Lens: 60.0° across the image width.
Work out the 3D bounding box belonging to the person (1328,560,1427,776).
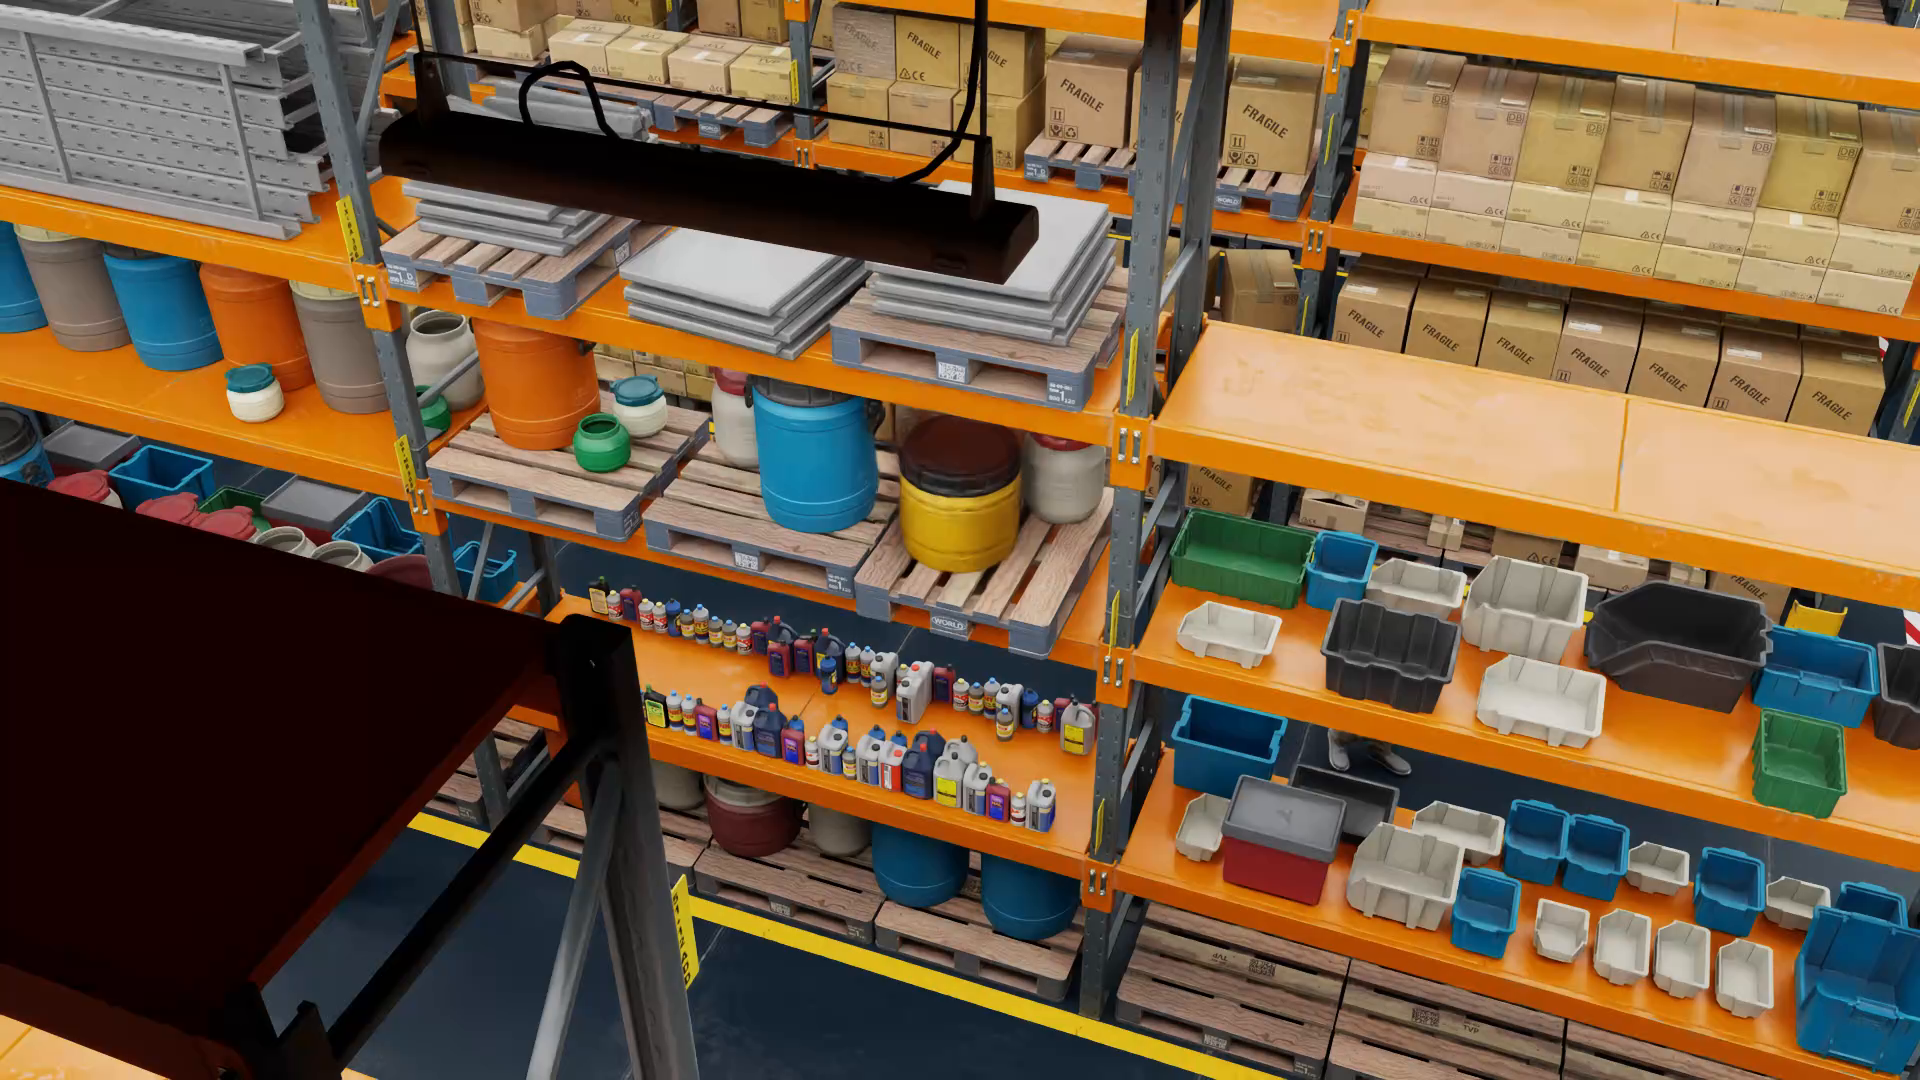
[{"bbox_3d":[2.786,0.815,10.849,0.573,1.724,0.528,-22,42,-27],"label":"person"}]
